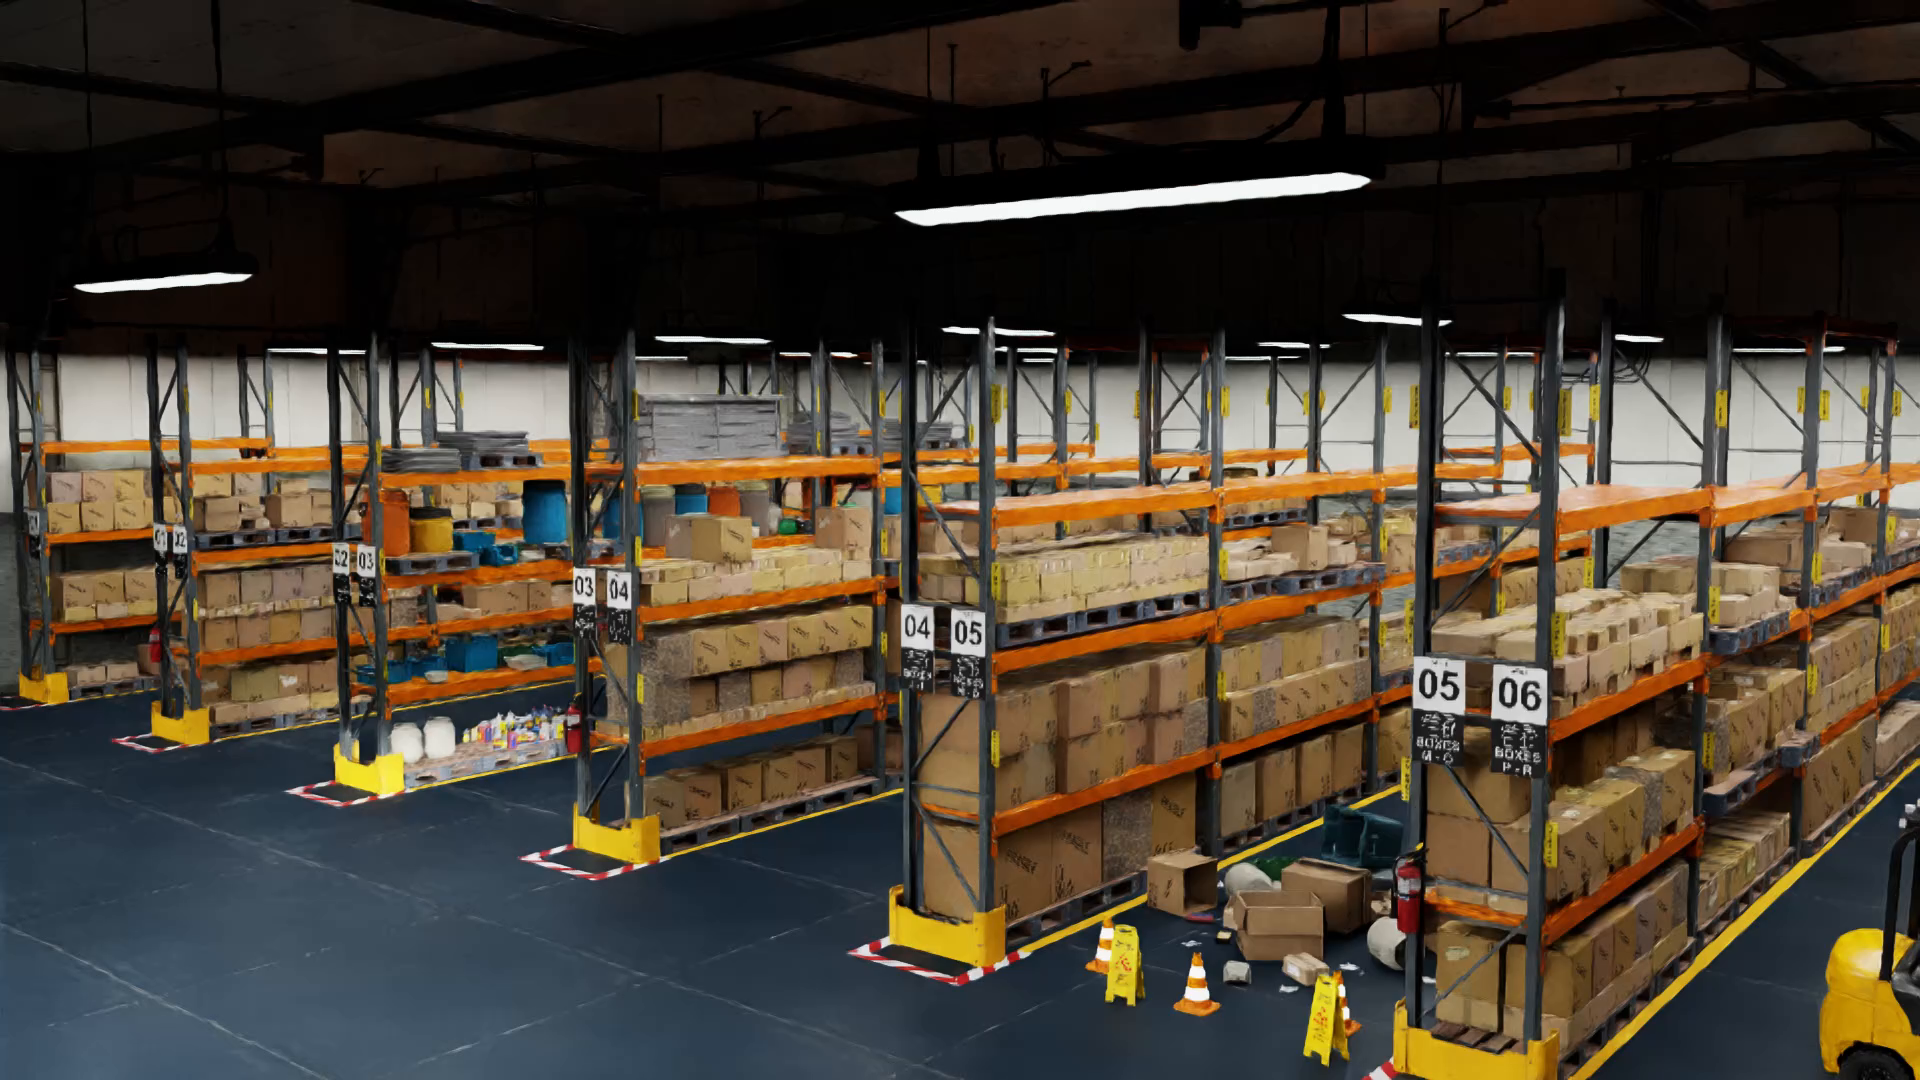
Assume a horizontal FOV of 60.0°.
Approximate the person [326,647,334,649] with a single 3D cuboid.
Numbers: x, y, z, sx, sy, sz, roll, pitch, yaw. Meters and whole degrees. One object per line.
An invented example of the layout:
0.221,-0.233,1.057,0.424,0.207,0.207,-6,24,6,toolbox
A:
-11.285,1.714,29.676,0.655,1.552,0.824,2,6,22,person
